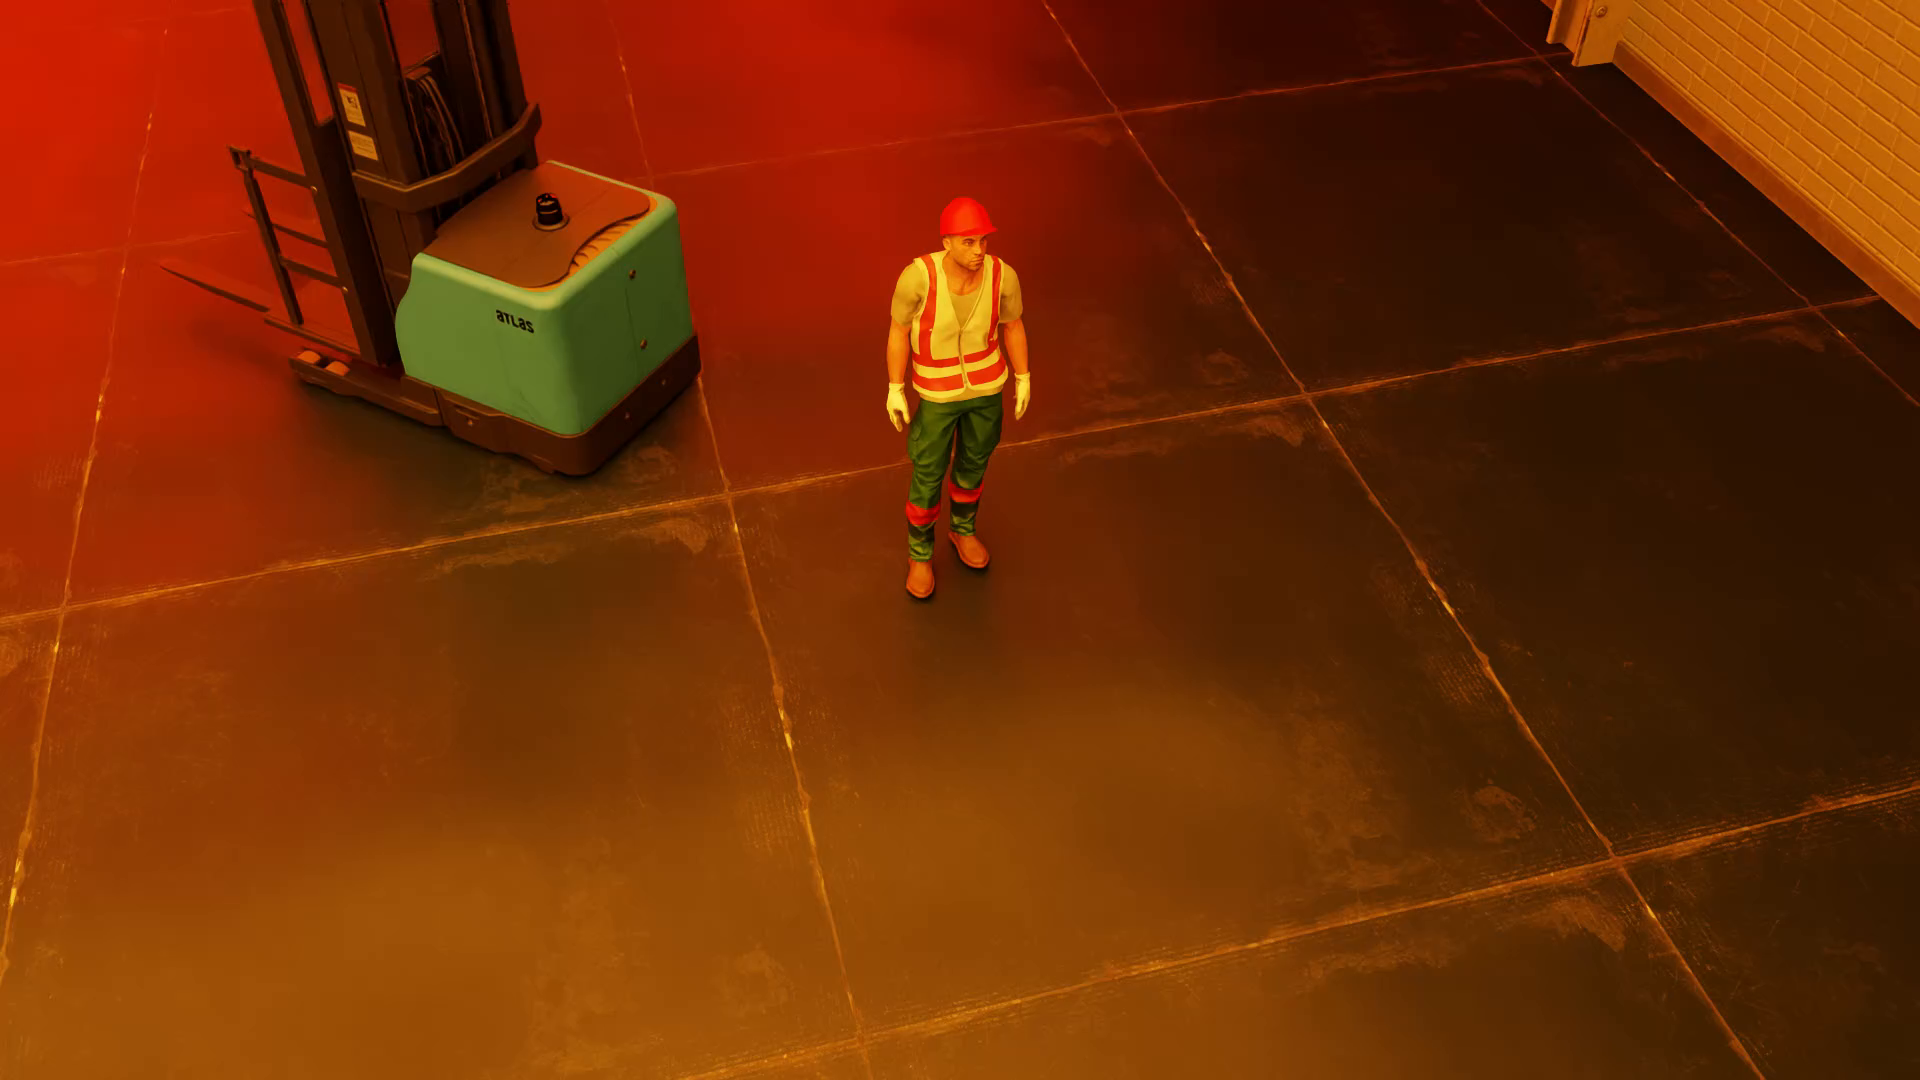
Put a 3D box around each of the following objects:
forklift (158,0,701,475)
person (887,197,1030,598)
[{"bbox_3d":[-2.881,-2.112,7.880,3.031,2.935,1.130,21,47,20],"label":"forklift"},{"bbox_3d":[0.008,-0.600,7.101,0.637,1.787,0.564,-10,44,-11],"label":"person"}]
